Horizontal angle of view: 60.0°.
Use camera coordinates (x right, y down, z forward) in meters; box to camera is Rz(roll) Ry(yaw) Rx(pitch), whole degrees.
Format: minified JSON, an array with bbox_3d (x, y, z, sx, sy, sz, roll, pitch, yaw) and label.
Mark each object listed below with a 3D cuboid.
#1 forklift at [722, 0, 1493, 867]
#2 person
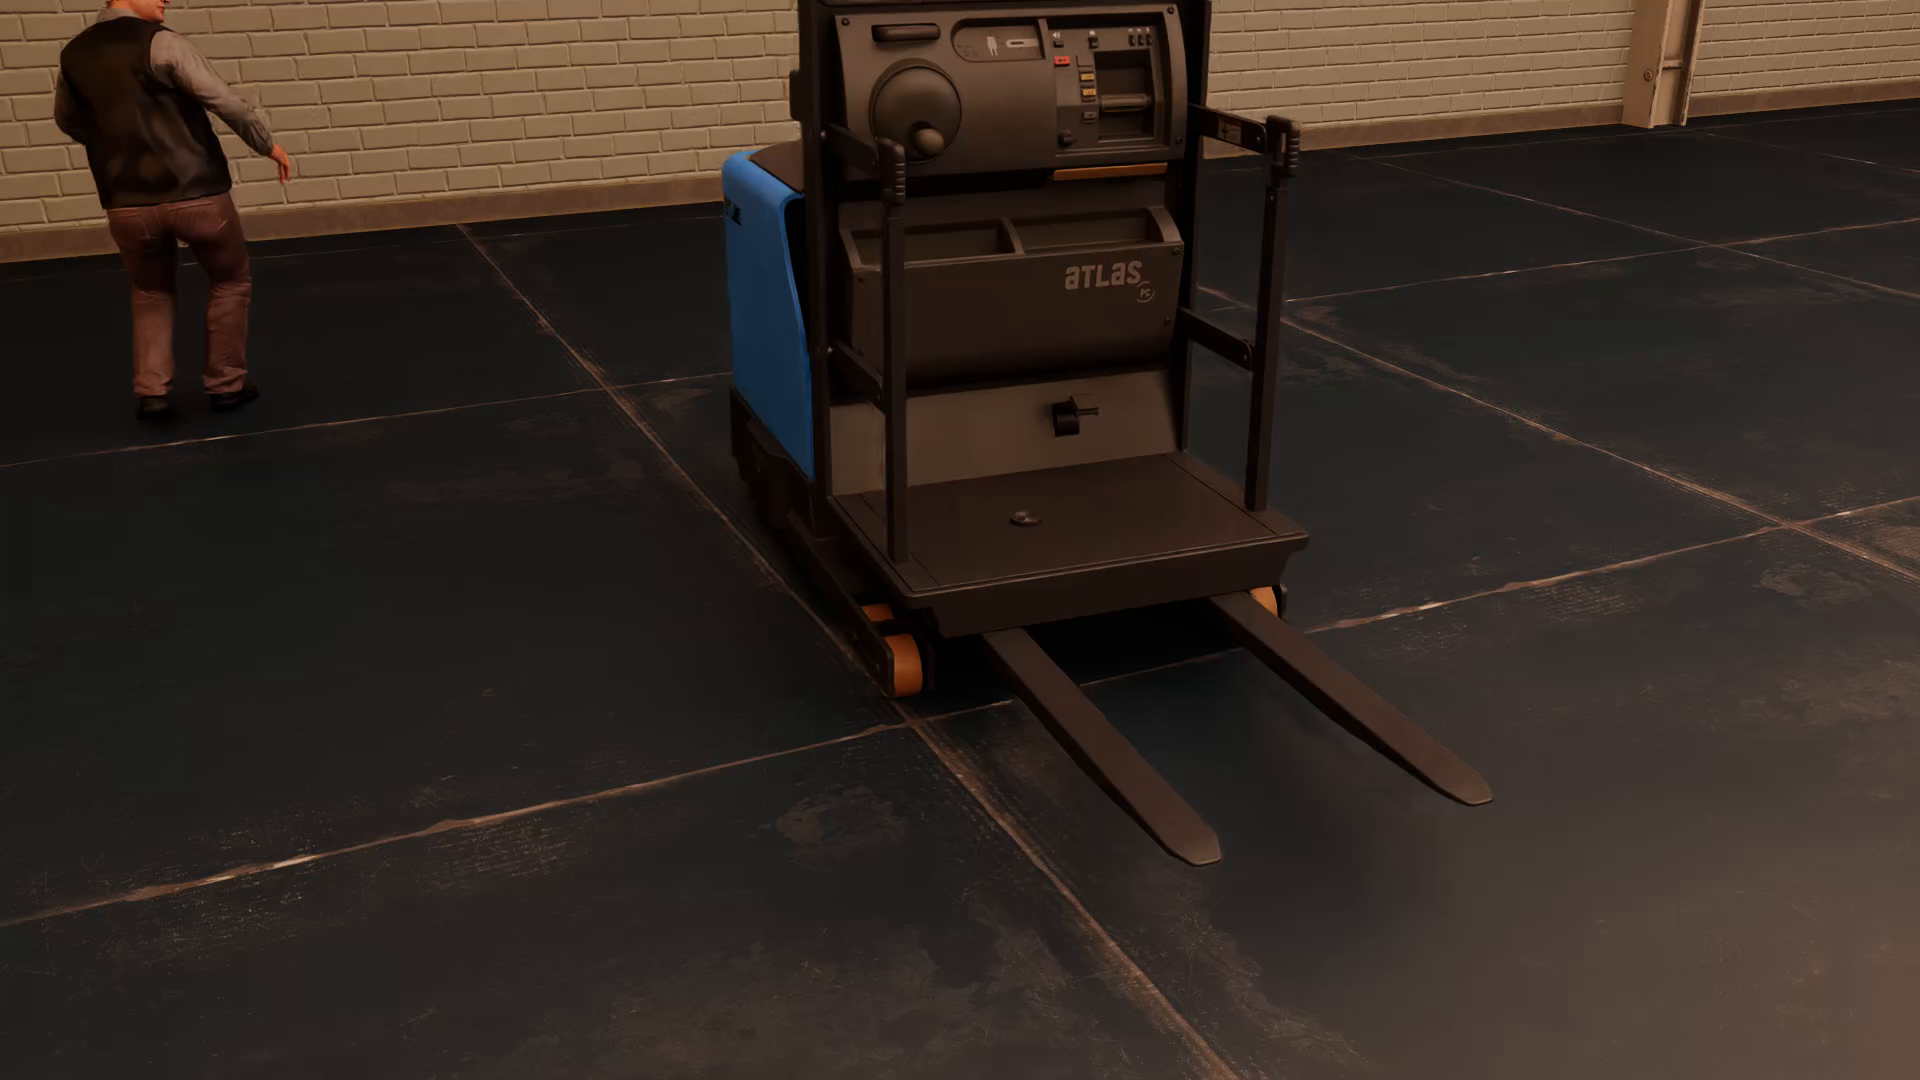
[{"bbox_3d":[0.218,-1.135,4.017,1.130,2.935,3.031,-8,24,-19],"label":"forklift"},{"bbox_3d":[-2.836,-1.264,6.028,0.777,1.640,0.716,-1,23,-1],"label":"person"}]
